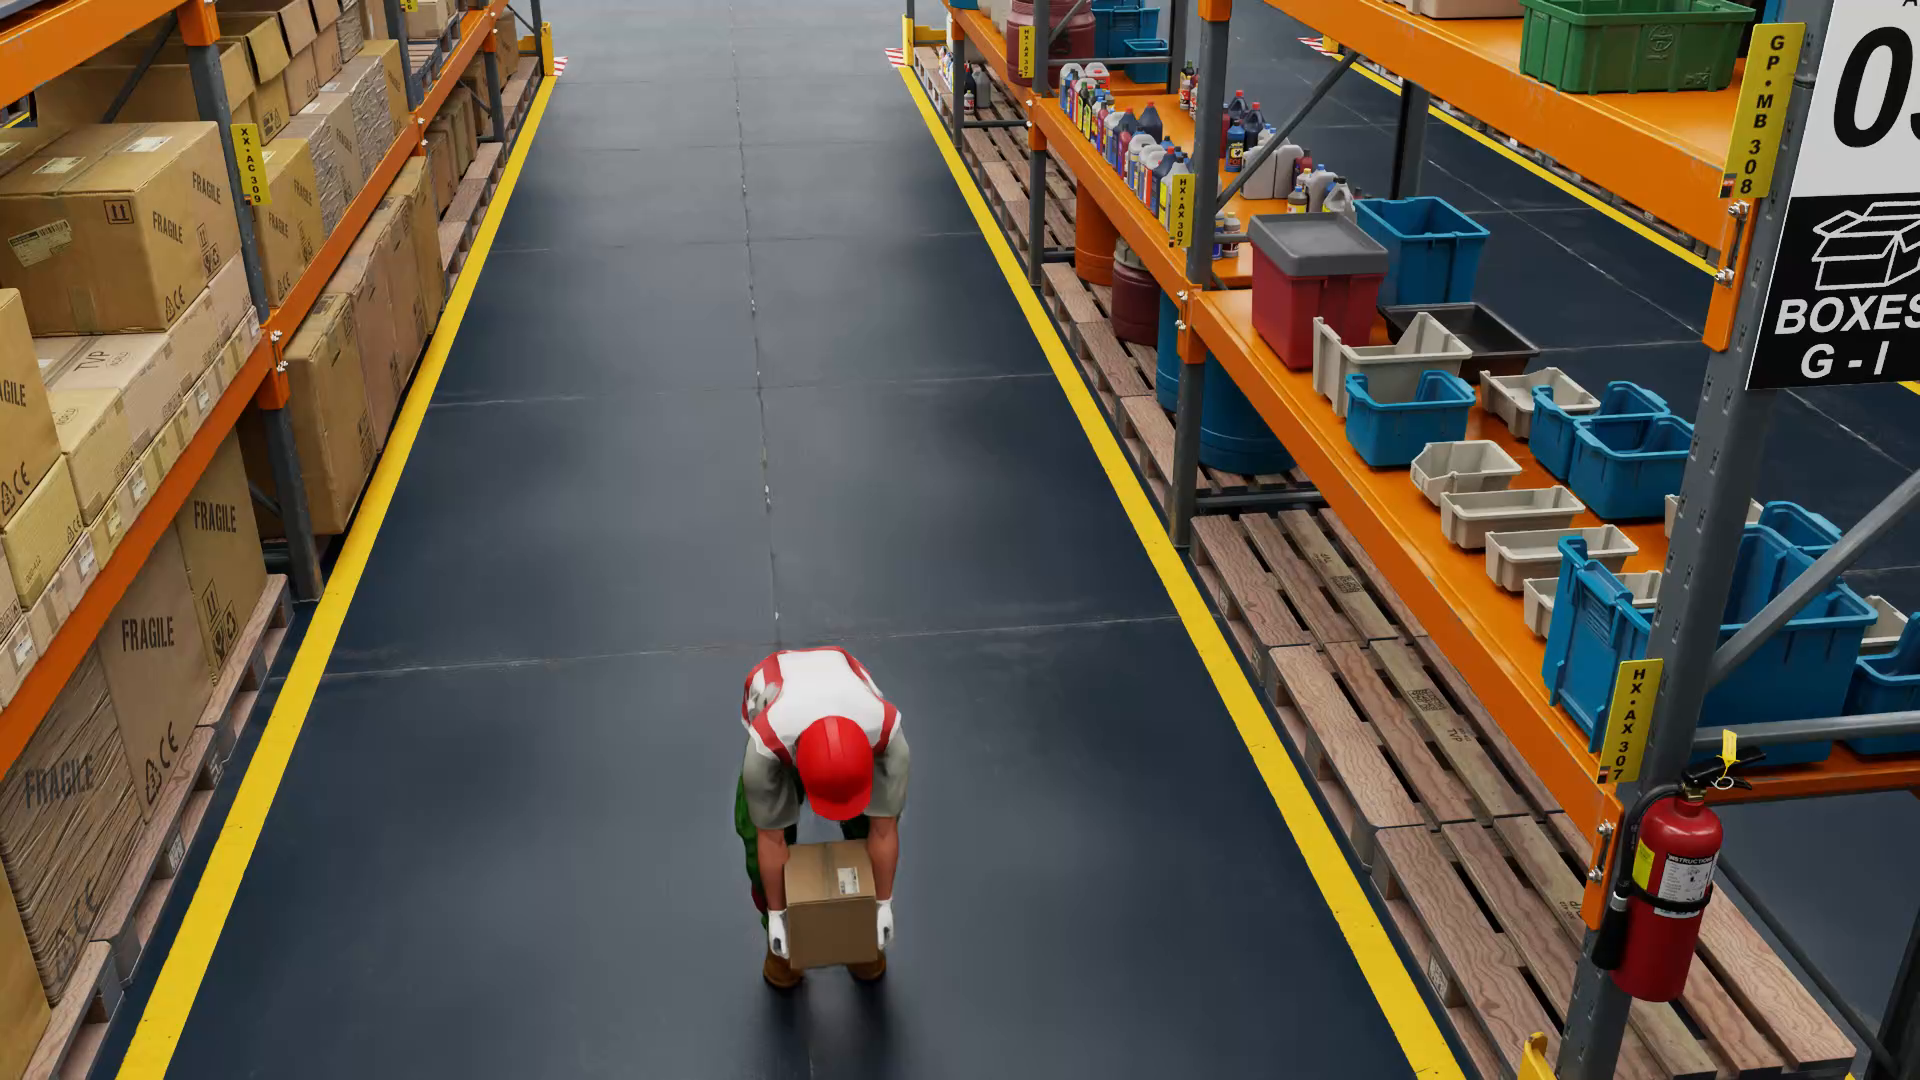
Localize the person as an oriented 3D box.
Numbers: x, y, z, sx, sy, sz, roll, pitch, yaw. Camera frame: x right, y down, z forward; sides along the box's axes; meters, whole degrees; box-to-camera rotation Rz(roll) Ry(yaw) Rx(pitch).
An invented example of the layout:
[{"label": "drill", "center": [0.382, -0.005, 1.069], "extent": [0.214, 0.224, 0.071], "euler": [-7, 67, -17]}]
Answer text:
[{"label": "person", "center": [-0.407, 0.879, 4.940], "extent": [0.507, 1.258, 0.927], "euler": [-5, 27, -9]}]
